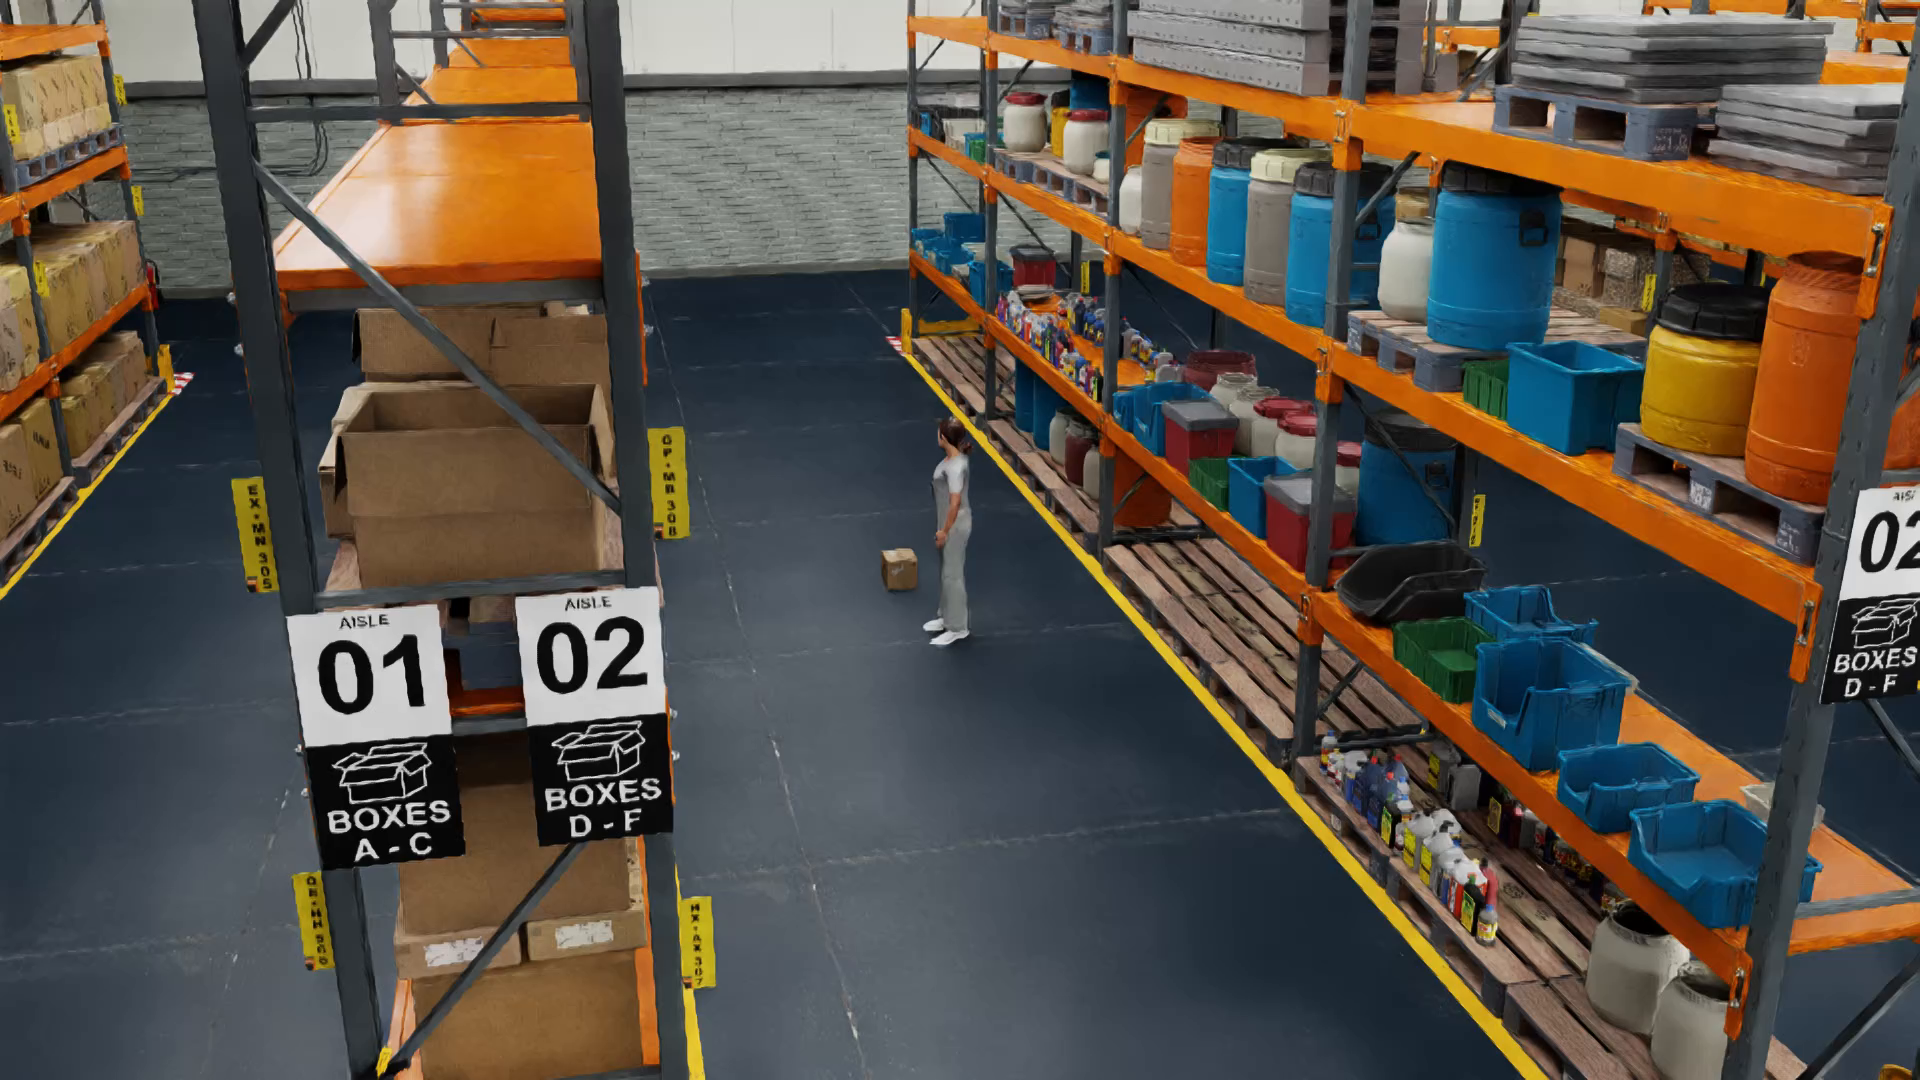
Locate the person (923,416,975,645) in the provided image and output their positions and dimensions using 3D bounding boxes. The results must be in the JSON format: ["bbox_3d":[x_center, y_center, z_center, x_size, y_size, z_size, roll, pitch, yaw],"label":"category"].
[{"bbox_3d":[-0.083,-0.079,12.283,0.394,1.718,0.490,1,20,3],"label":"person"}]
